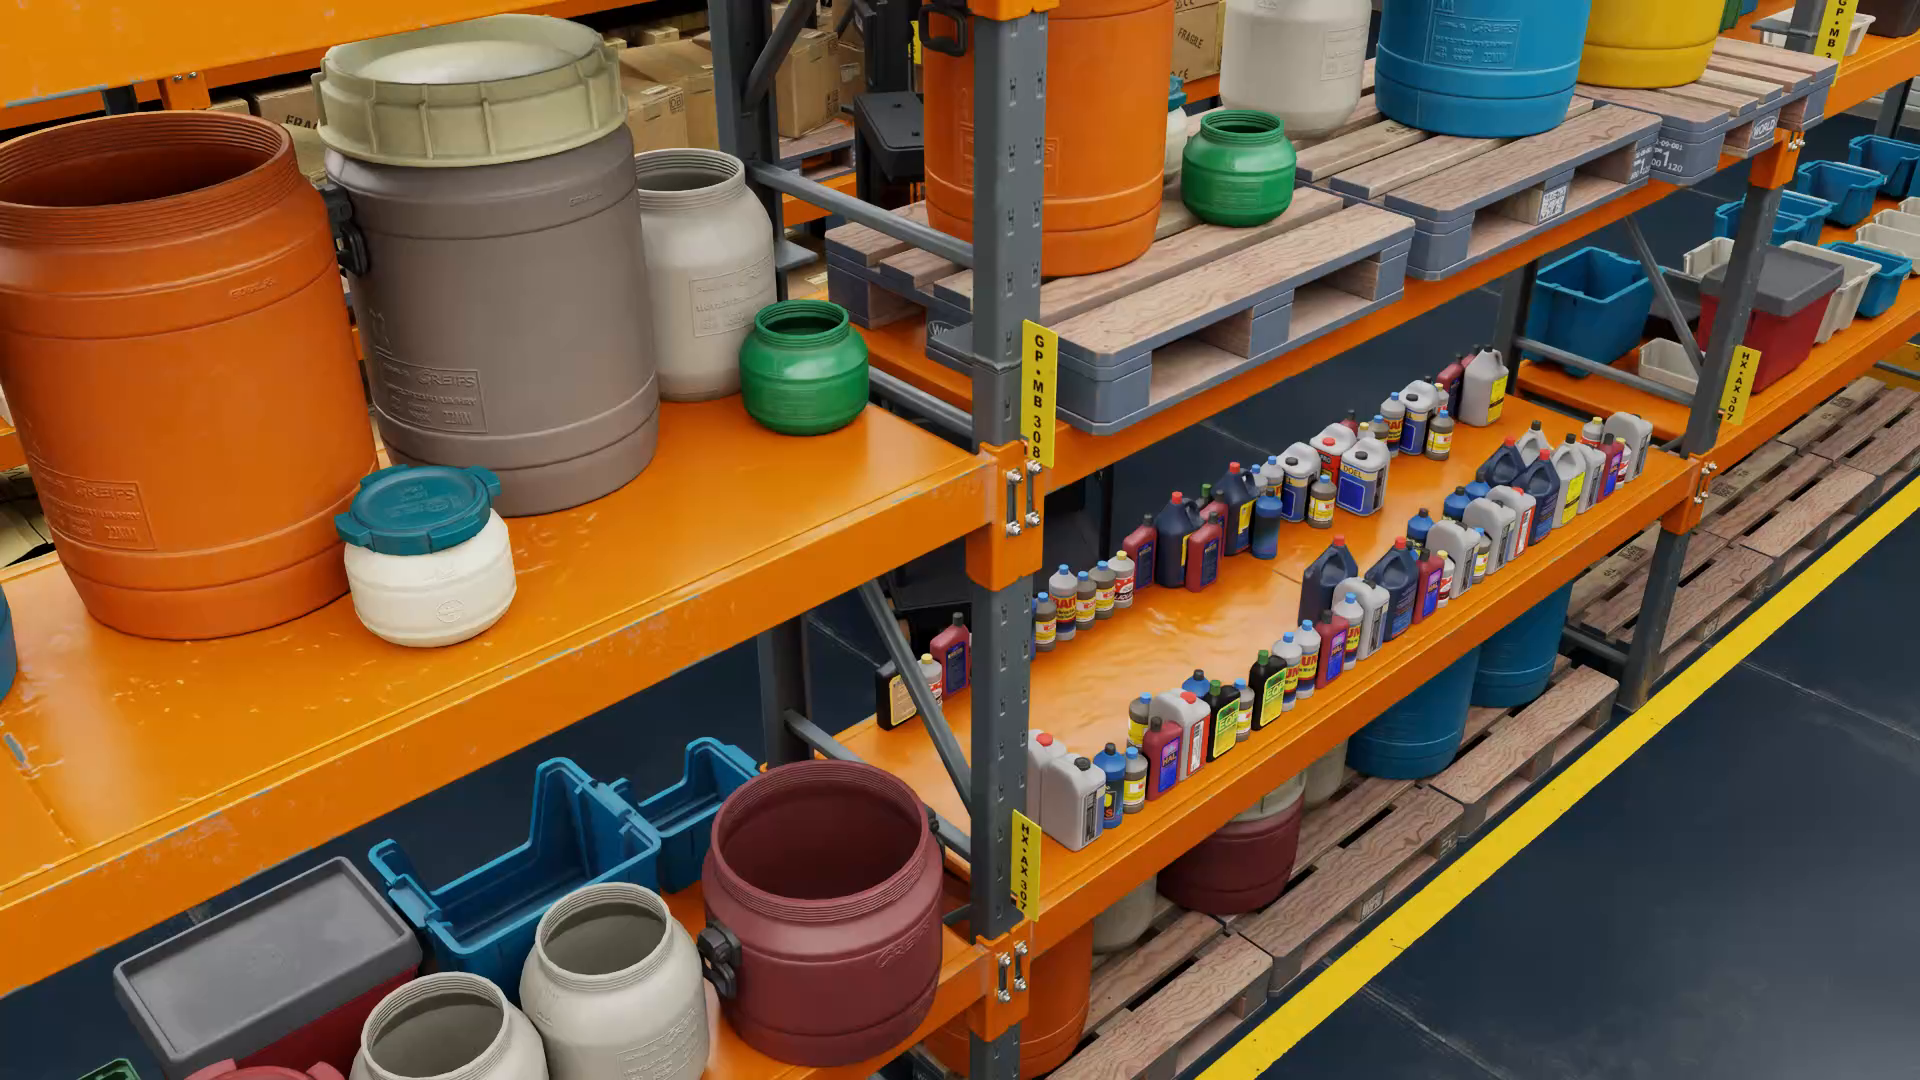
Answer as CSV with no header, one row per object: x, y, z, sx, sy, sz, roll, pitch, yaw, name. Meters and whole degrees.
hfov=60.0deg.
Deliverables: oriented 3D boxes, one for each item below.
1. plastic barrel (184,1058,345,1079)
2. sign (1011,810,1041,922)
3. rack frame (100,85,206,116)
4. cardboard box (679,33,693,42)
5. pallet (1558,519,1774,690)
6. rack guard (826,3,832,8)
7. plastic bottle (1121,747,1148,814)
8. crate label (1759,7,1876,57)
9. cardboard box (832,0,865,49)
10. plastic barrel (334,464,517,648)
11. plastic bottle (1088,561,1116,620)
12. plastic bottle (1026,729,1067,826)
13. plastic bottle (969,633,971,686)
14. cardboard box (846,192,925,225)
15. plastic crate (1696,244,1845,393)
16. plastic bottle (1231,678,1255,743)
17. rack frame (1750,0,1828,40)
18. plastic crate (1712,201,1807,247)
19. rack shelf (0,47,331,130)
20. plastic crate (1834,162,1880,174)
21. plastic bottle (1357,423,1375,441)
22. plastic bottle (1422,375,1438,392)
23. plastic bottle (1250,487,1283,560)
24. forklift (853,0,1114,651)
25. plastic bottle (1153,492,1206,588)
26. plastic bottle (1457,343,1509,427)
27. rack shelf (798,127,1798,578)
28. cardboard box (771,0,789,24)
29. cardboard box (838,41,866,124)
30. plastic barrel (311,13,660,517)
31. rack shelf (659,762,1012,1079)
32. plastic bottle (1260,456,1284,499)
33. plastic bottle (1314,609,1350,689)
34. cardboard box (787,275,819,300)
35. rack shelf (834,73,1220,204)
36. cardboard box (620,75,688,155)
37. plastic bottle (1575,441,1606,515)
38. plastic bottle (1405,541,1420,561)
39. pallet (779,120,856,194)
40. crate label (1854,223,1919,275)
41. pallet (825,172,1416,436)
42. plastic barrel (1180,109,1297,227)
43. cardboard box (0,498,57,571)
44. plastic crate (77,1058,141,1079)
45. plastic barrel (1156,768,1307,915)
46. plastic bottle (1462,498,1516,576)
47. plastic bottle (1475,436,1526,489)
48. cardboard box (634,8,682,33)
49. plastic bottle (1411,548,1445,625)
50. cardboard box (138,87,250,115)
-1.436,1.403,3.449,0.433,0.535,0.433,0,31,0,plastic barrel
0.171,0.850,4.328,0.005,0.325,0.100,-26,40,-35,sign
-3.574,-1.184,7.812,0.127,3.000,1.000,-26,40,-35,rack frame
-2.645,-4.194,14.727,0.500,0.500,0.700,-25,39,-34,cardboard box
3.237,0.207,8.209,1.213,0.211,1.003,-26,40,-35,pallet
-1.061,-4.858,16.215,0.348,0.500,1.175,-26,40,-35,rack guard
0.504,0.702,4.918,0.097,0.201,0.097,0,31,0,plastic bottle
3.280,-1.937,6.420,0.466,0.136,0.293,-26,40,-35,crate label
-0.446,-3.351,10.300,0.500,0.500,0.500,-26,40,-35,cardboard box
-0.982,0.031,3.080,0.301,0.262,0.301,0,31,0,plastic barrel
0.492,0.167,5.792,0.097,0.201,0.097,0,31,0,plastic bottle
0.225,0.677,4.887,0.135,0.276,0.152,-26,40,-35,plastic bottle
0.064,0.374,5.453,0.097,0.201,0.097,0,31,0,plastic bottle
-0.416,-2.035,11.177,0.500,0.500,0.500,-26,40,-35,cardboard box
3.550,-0.981,7.360,0.583,0.464,0.402,-26,40,-35,plastic crate
0.869,0.525,5.207,0.097,0.201,0.097,0,31,0,plastic bottle
2.725,-3.266,5.466,0.127,3.000,1.000,-26,40,-35,rack frame
4.067,-1.545,8.504,0.300,0.233,0.416,-26,40,-35,plastic crate
-5.478,-3.481,12.256,4.000,0.370,1.077,-26,40,-35,rack shelf
4.961,-1.995,9.333,0.298,0.136,0.250,-26,40,-35,plastic crate
1.611,-0.374,6.677,0.097,0.201,0.097,0,31,0,plastic bottle
1.924,-0.555,6.906,0.097,0.271,0.097,0,31,0,plastic bottle
1.129,-0.068,6.109,0.097,0.271,0.097,0,31,0,plastic bottle
0.142,-0.930,7.461,1.130,2.935,3.031,-7,32,-11,forklift
0.781,-0.020,5.954,0.185,0.351,0.144,-26,40,-35,plastic bottle
2.216,-0.671,7.019,0.185,0.351,0.144,-26,40,-35,plastic bottle
1.258,-0.970,5.276,4.000,0.370,1.077,-26,40,-35,rack shelf
-1.681,-4.812,15.116,0.250,0.149,0.380,-25,39,-34,cardboard box
-0.449,-2.921,10.556,0.500,0.500,0.500,-25,39,-35,cardboard box
-0.958,-0.574,3.457,0.600,0.901,0.600,0,31,0,plastic barrel
-1.675,1.728,3.738,4.000,0.370,1.077,-26,40,-35,rack shelf
1.173,-0.192,6.313,0.097,0.271,0.097,0,31,0,plastic bottle
1.207,0.339,5.432,0.133,0.283,0.061,-26,40,-35,plastic bottle
-1.176,-1.268,9.922,0.500,0.500,0.500,-26,40,-35,cardboard box
0.826,-3.006,11.480,4.000,0.370,1.077,-26,40,-35,rack shelf
-1.894,-2.175,8.933,0.700,0.500,0.500,18,36,27,cardboard box
2.387,-0.261,6.421,0.135,0.276,0.152,-26,40,-35,plastic bottle
1.543,0.125,5.793,0.097,0.271,0.097,0,31,0,plastic bottle
-1.301,-2.280,9.787,1.213,0.211,1.003,-26,40,-35,pallet
4.773,-1.475,8.482,0.243,0.136,0.396,-26,40,-35,crate label
0.419,-0.721,4.360,1.213,0.211,1.003,-26,40,-35,pallet
0.725,-0.969,4.330,0.294,0.245,0.294,0,31,0,plastic barrel
-4.167,0.037,7.510,0.500,0.311,0.500,-27,40,-36,cardboard box
-2.057,1.495,3.632,0.662,0.188,0.450,-26,40,-35,plastic crate
0.967,0.981,6.180,0.708,0.588,0.600,-26,40,-35,plastic barrel
1.919,-0.034,6.050,0.135,0.276,0.152,-26,40,-35,plastic bottle
2.039,-0.224,6.289,0.185,0.351,0.144,-26,40,-35,plastic bottle
-2.682,-4.599,14.768,0.250,0.149,0.380,-27,40,-36,cardboard box
1.610,0.144,5.751,0.133,0.283,0.061,-26,40,-35,plastic bottle
-5.670,-2.859,12.208,0.750,0.750,0.750,-26,40,-36,cardboard box
